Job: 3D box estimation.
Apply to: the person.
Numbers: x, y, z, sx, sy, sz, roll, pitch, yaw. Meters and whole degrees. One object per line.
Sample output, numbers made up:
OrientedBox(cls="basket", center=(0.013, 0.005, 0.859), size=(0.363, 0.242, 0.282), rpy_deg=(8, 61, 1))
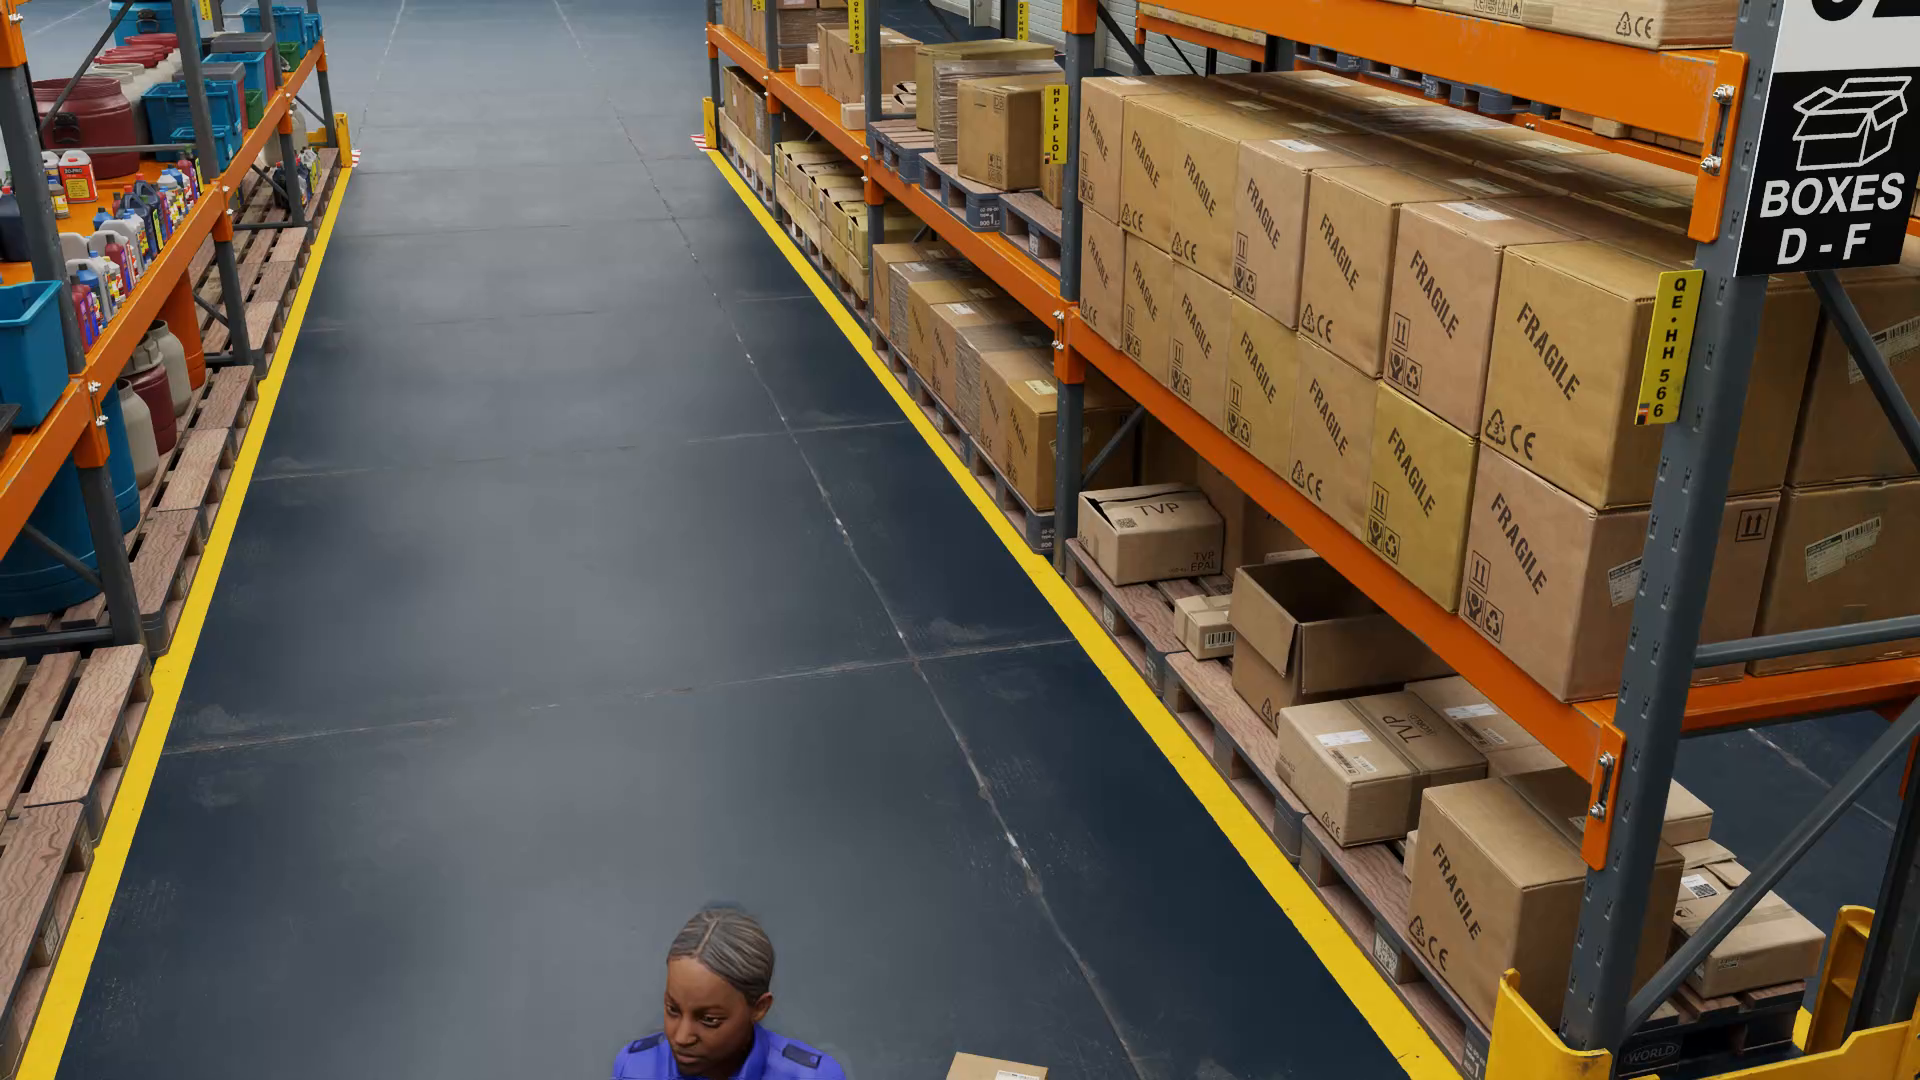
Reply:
OrientedBox(cls="person", center=(-0.384, 1.351, 2.884), size=(0.455, 1.642, 0.550), rpy_deg=(3, 23, 6))
